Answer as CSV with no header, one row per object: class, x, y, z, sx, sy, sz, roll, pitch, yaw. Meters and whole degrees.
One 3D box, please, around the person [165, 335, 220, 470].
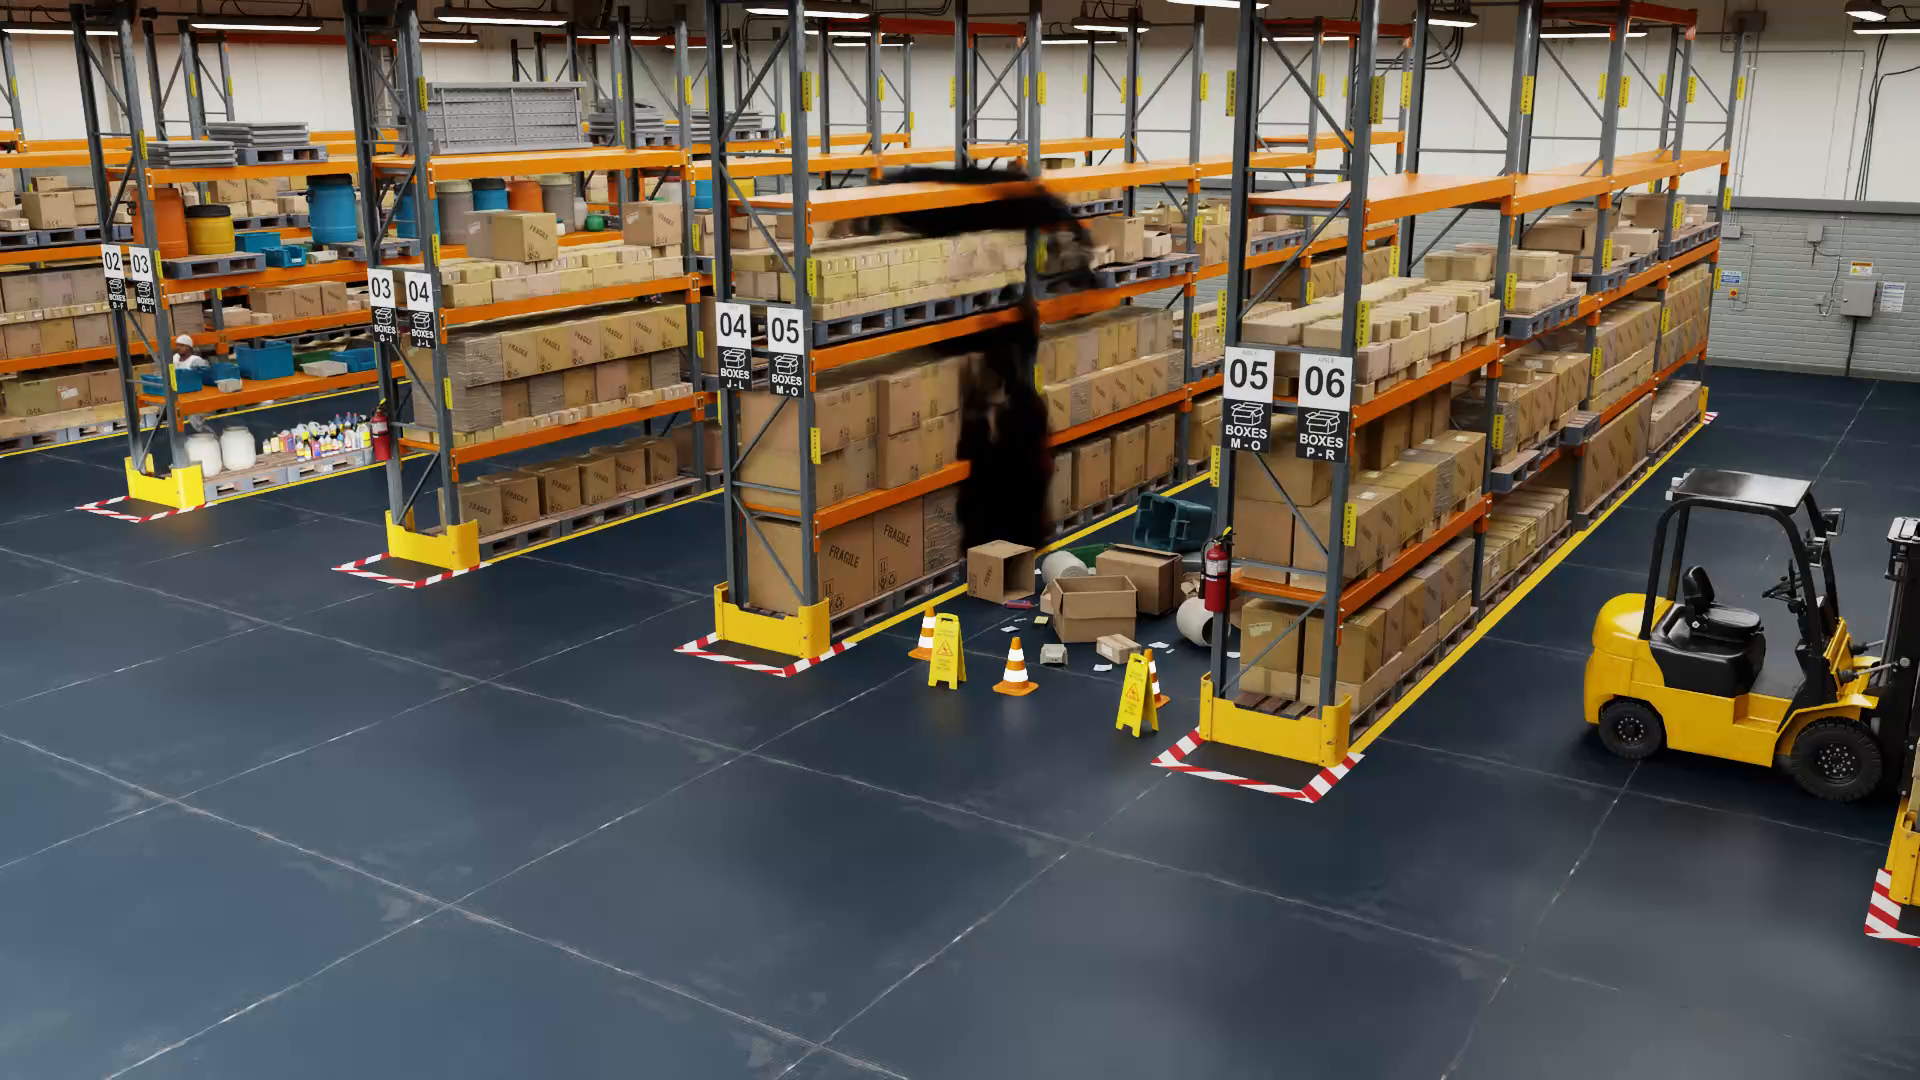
person,-10.590,-1.909,22.815,0.690,1.816,0.809,5,16,18
